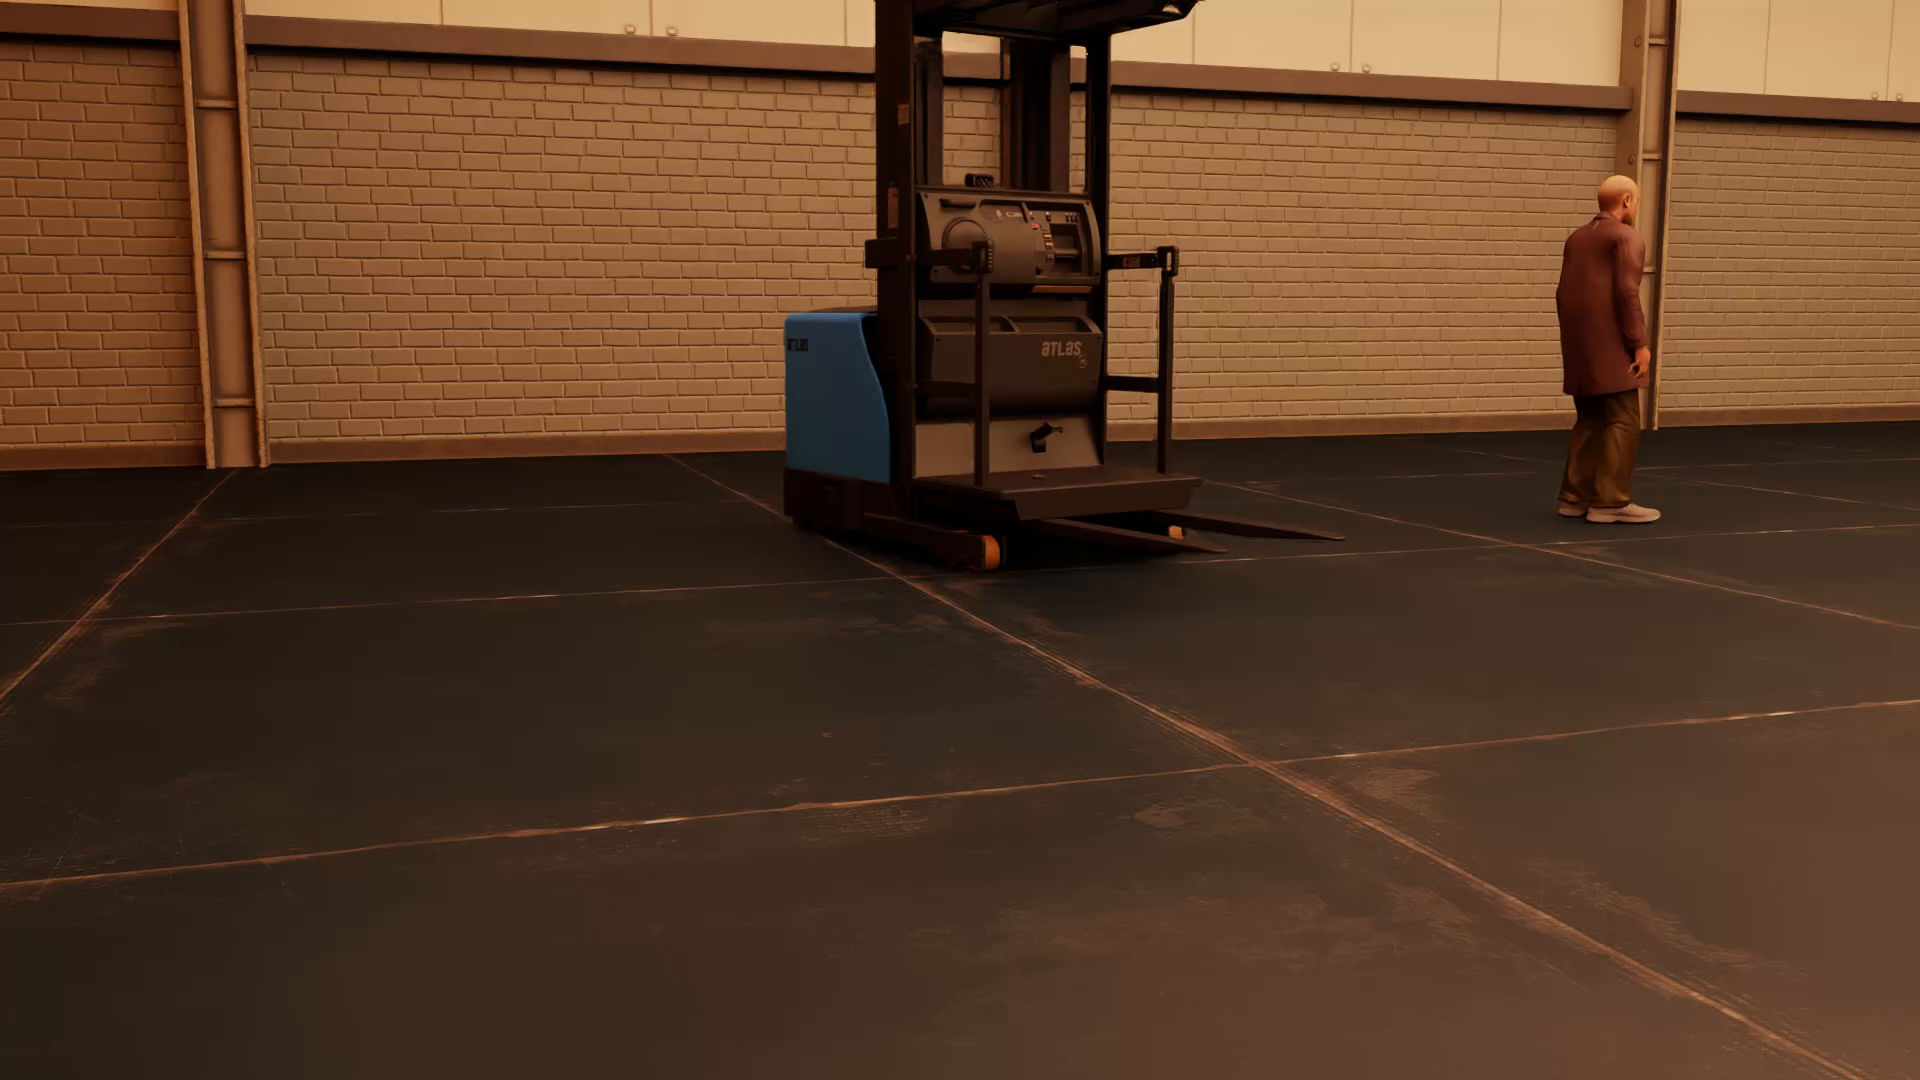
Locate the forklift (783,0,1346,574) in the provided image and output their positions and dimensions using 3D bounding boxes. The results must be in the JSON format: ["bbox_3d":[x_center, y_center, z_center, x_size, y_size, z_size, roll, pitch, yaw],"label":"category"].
[{"bbox_3d":[0.352,-1.384,7.227,1.130,2.935,3.031,-5,9,-33],"label":"forklift"}]

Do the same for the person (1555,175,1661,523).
[{"bbox_3d":[3.352,-0.990,8.635,0.436,1.774,0.644,-2,8,-14],"label":"person"}]
